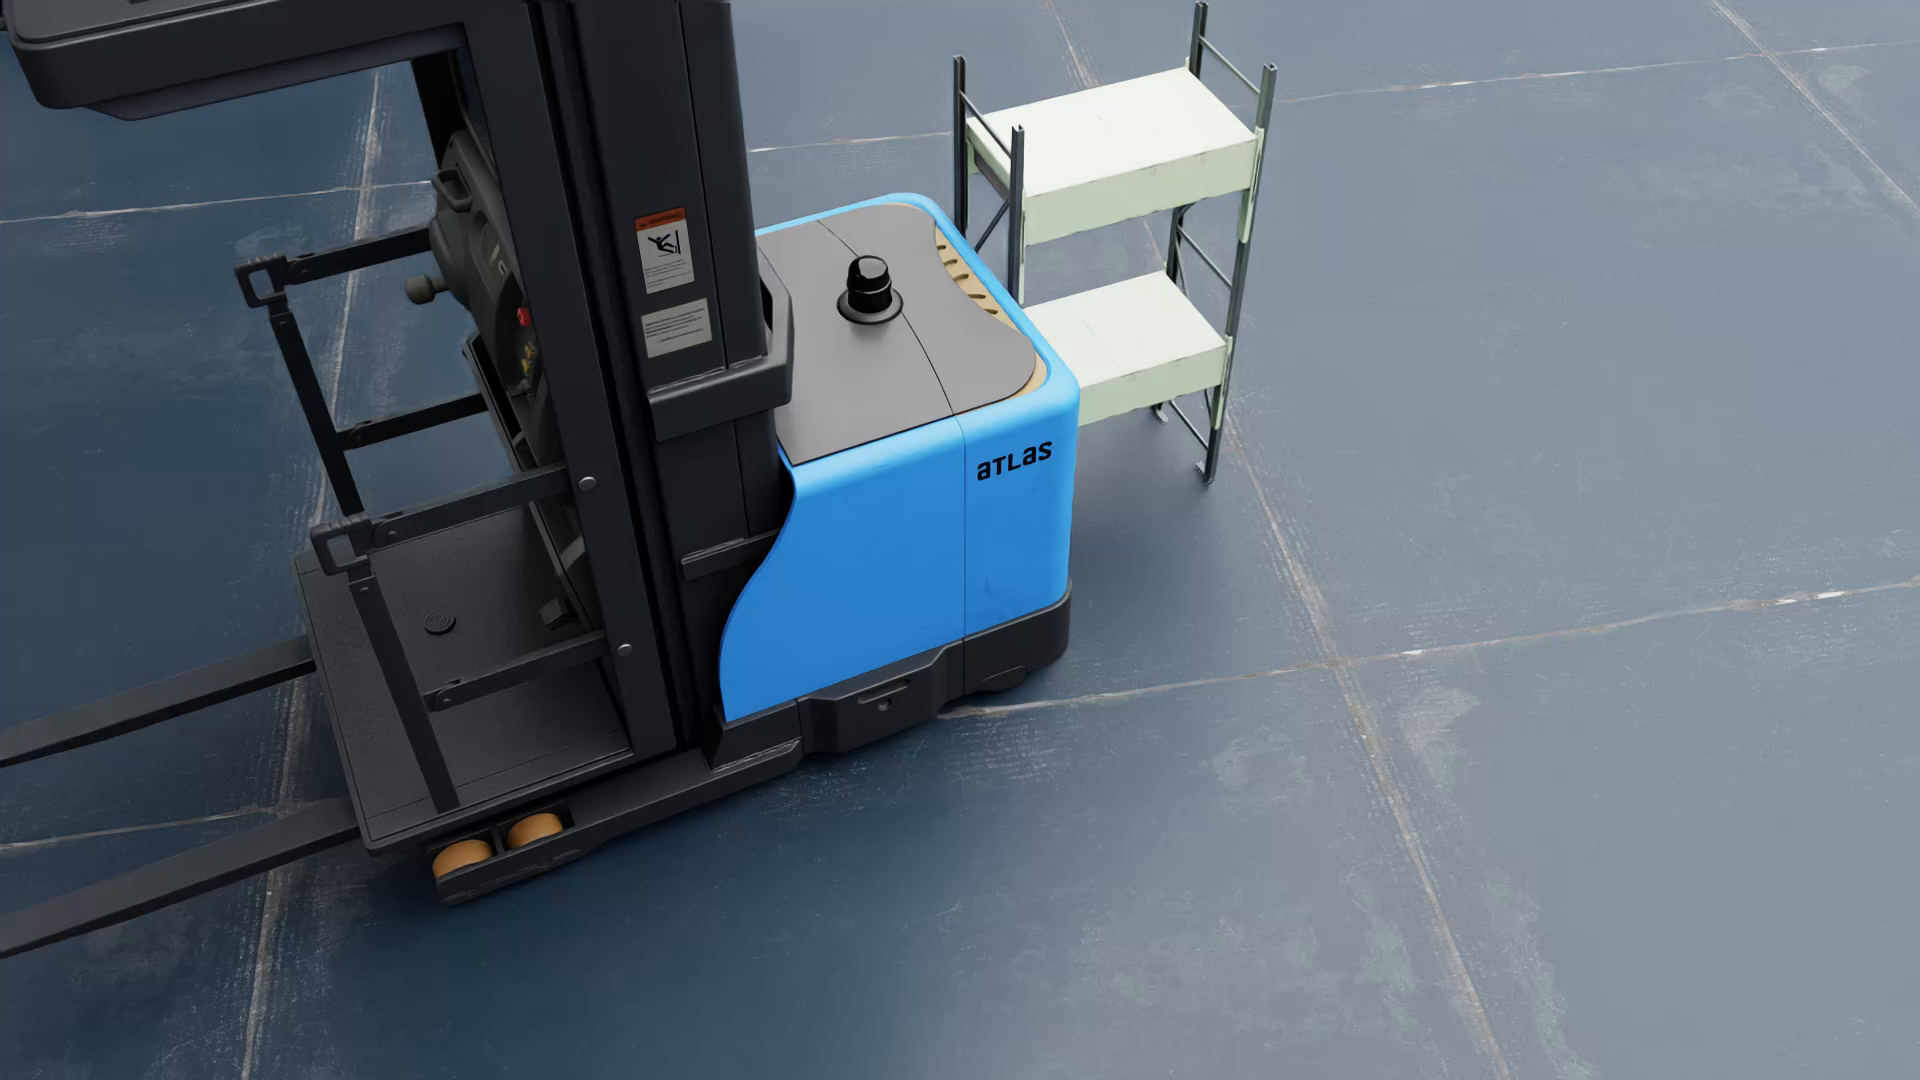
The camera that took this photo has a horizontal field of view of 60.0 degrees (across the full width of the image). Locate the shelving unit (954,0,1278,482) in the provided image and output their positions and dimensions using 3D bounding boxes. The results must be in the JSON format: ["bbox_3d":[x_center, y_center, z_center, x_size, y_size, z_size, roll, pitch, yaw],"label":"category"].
[{"bbox_3d":[0.408,-0.738,4.920,0.755,1.500,0.431,-18,49,-16],"label":"shelving unit"}]

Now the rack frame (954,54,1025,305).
[{"bbox_3d":[0.073,-0.632,4.818,0.023,1.500,0.400,-18,49,-16],"label":"rack frame"}]

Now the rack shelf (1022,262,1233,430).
[{"bbox_3d":[0.408,-0.512,5.154,0.720,0.370,0.431,-18,49,-16],"label":"rack shelf"}]

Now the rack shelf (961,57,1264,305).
[{"bbox_3d":[0.408,-1.009,4.639,0.720,0.370,0.431,-18,49,-16],"label":"rack shelf"}]

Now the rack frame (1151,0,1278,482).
[{"bbox_3d":[0.743,-0.844,5.022,0.023,1.500,0.400,-18,49,-16],"label":"rack frame"}]

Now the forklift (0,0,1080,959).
[{"bbox_3d":[-1.241,-0.514,3.710,3.031,2.935,1.130,-19,49,-17],"label":"forklift"}]
